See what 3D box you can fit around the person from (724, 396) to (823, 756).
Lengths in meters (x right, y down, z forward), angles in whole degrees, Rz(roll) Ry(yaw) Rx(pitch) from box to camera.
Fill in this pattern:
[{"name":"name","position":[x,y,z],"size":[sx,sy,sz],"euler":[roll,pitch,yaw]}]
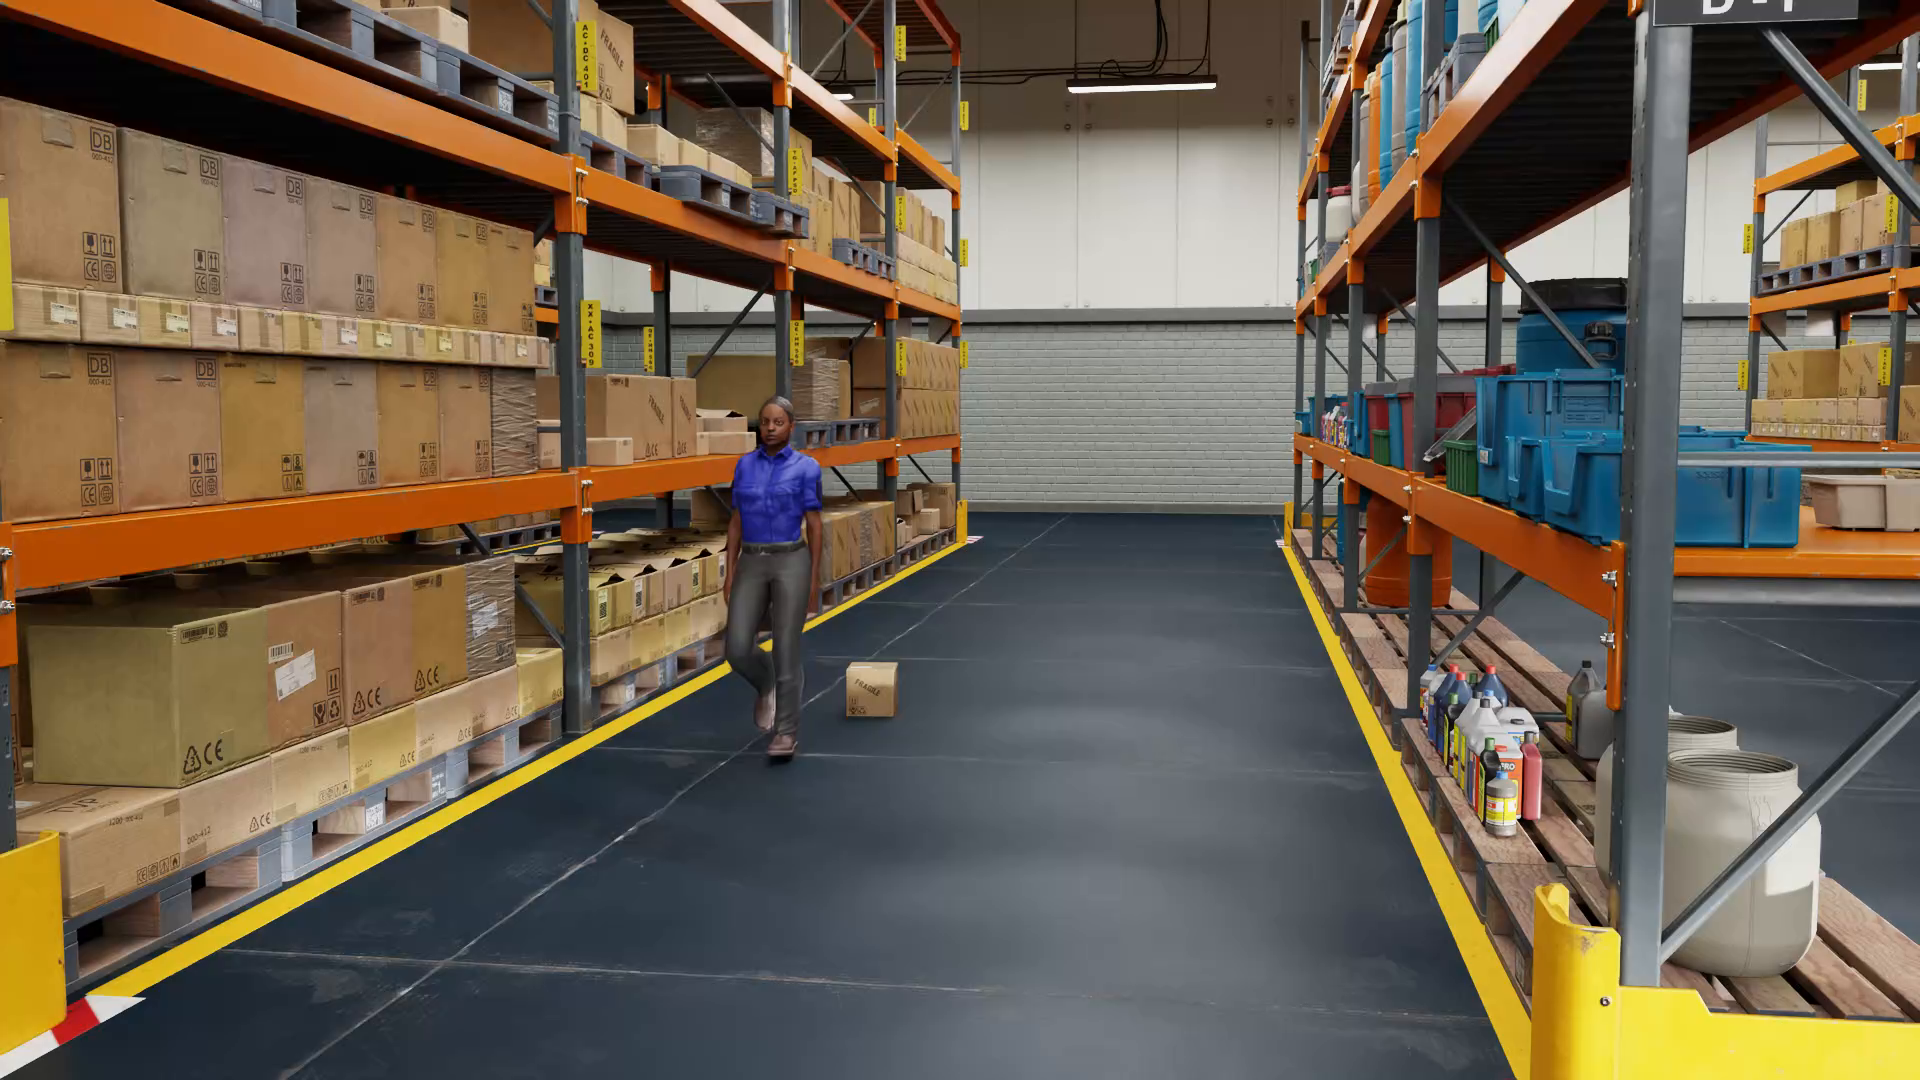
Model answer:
[{"name":"person","position":[-0.865,0.154,7.749],"size":[0.474,1.645,0.539],"euler":[1,5,8]}]
